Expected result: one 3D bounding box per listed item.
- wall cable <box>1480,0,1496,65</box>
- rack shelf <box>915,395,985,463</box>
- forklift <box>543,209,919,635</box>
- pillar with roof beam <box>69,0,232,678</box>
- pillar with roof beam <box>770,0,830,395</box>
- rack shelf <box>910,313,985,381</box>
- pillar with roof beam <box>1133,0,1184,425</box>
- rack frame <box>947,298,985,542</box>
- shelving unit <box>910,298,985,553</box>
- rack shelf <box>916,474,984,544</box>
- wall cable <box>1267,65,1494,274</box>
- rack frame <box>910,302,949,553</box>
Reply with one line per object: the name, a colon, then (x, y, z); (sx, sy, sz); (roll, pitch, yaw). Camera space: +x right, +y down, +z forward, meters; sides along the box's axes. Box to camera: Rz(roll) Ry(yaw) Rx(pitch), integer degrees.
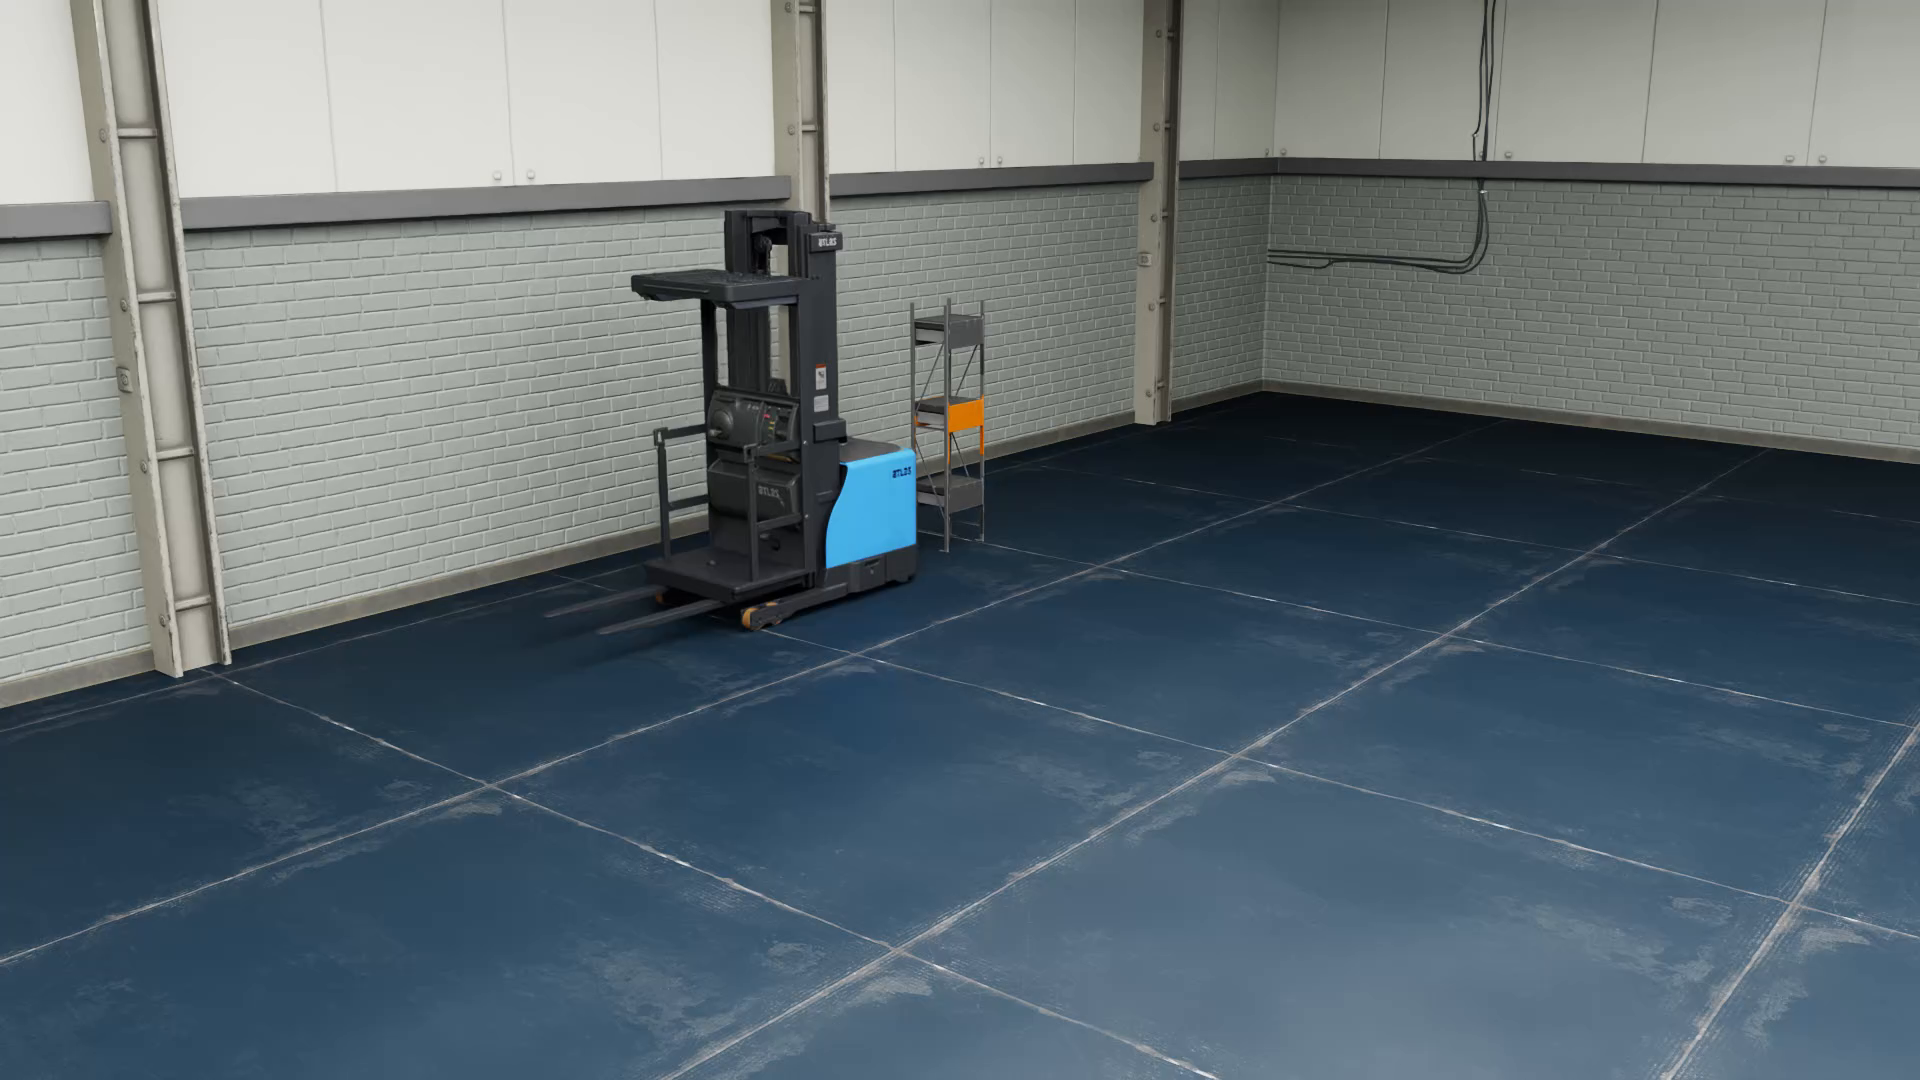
wall cable: (7.329, -6.691, 18.735); (3.097, 2.526, 0.112); (11, 18, 38)
rack shelf: (-0.104, -0.973, 14.243); (0.431, 0.518, 0.480); (11, 18, 38)
forklift: (-1.678, -0.905, 12.234); (1.130, 2.935, 3.031); (12, 19, 40)
pillar with roof beam: (-1.849, -2.843, 7.539); (9.100, 9.000, 0.400); (11, 18, 38)
pillar with roof beam: (1.922, -3.992, 12.062); (9.100, 9.000, 0.400); (11, 18, 38)
rack shelf: (-0.104, -1.651, 14.071); (0.431, 0.518, 0.480); (11, 18, 38)
pillar with roof beam: (5.693, -5.141, 16.585); (9.100, 9.000, 0.400); (11, 18, 38)
rack frame: (0.049, -1.033, 14.424); (0.400, 2.100, 0.015); (11, 18, 38)
shelving unit: (-0.104, -0.986, 14.240); (0.431, 2.100, 0.503); (11, 18, 38)
rack shelf: (-0.104, -0.294, 14.415); (0.431, 0.518, 0.480); (11, 18, 38)
wall cable: (5.224, -4.662, 21.005); (3.097, 2.526, 0.112); (11, 18, 38)
rack frame: (-0.257, -0.939, 14.056); (0.400, 2.100, 0.015); (11, 18, 38)
